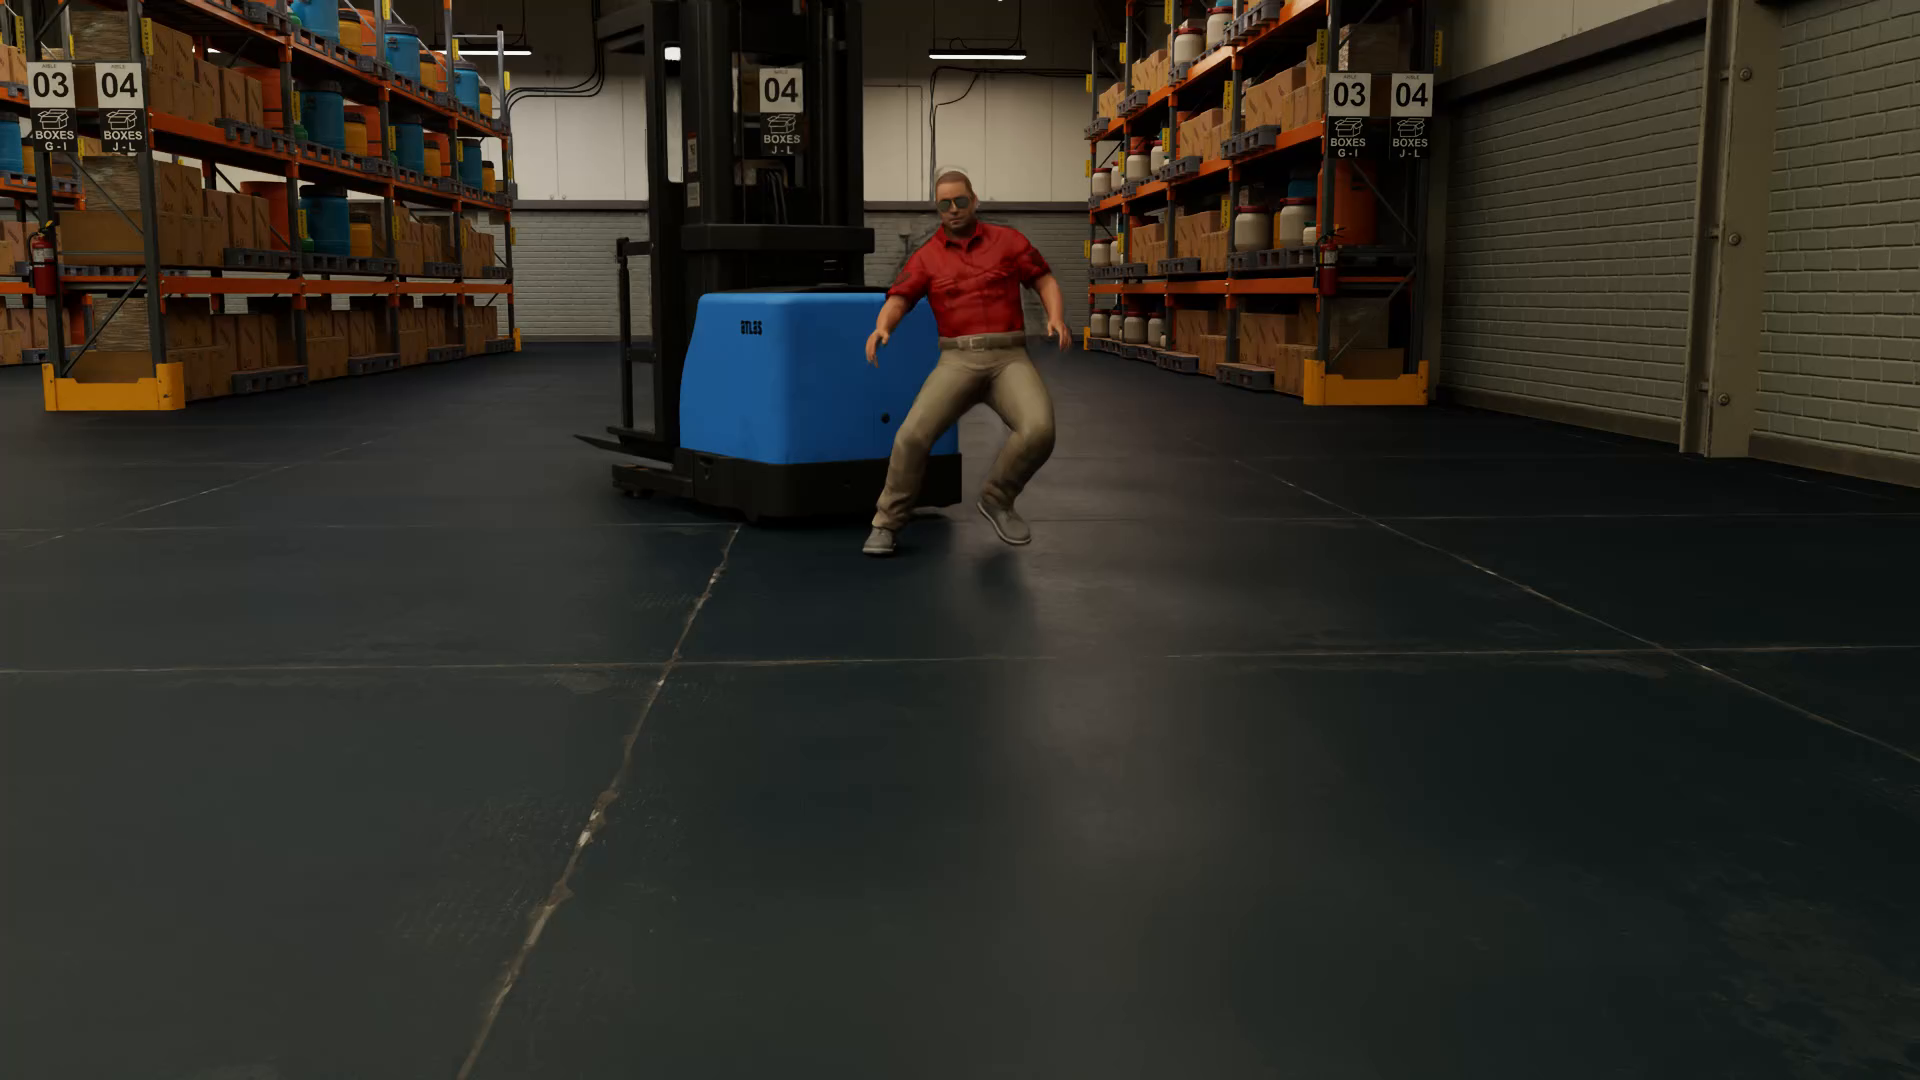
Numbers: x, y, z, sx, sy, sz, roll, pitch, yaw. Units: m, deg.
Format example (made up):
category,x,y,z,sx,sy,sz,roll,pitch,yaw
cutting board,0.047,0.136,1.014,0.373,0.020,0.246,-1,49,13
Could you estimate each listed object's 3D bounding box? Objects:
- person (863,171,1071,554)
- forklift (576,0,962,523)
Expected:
category,x,y,z,sx,sy,sz,roll,pitch,yaw
person,0.029,-0.738,6.893,0.856,1.572,0.667,0,8,2
forklift,-1.218,-1.703,8.798,1.130,2.935,3.031,-5,10,-33
